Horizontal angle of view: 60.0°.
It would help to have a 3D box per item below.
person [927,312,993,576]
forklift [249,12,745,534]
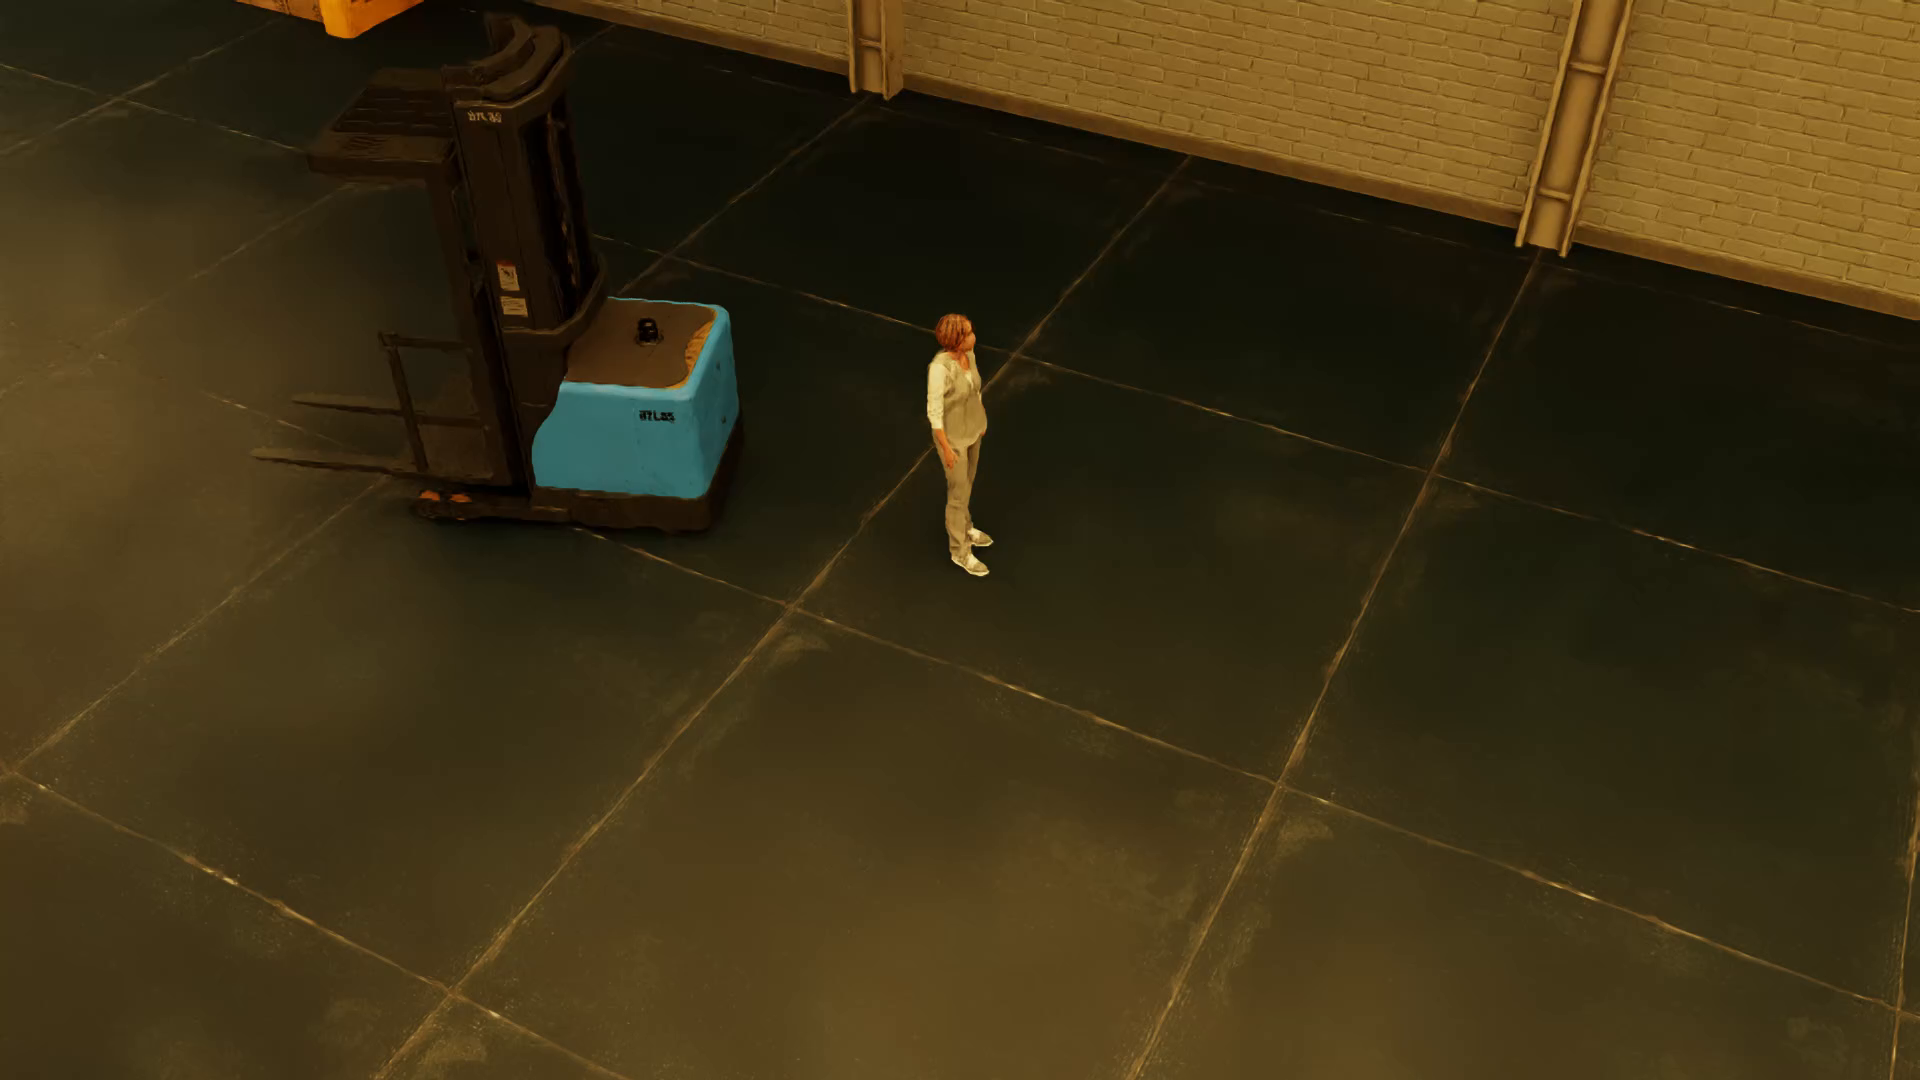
[{"bbox_3d":[0.059,-0.586,9.707,0.474,1.597,0.521,18,43,21],"label":"person"},{"bbox_3d":[-2.973,-1.578,9.860,3.031,2.935,1.130,5,40,6],"label":"forklift"}]
